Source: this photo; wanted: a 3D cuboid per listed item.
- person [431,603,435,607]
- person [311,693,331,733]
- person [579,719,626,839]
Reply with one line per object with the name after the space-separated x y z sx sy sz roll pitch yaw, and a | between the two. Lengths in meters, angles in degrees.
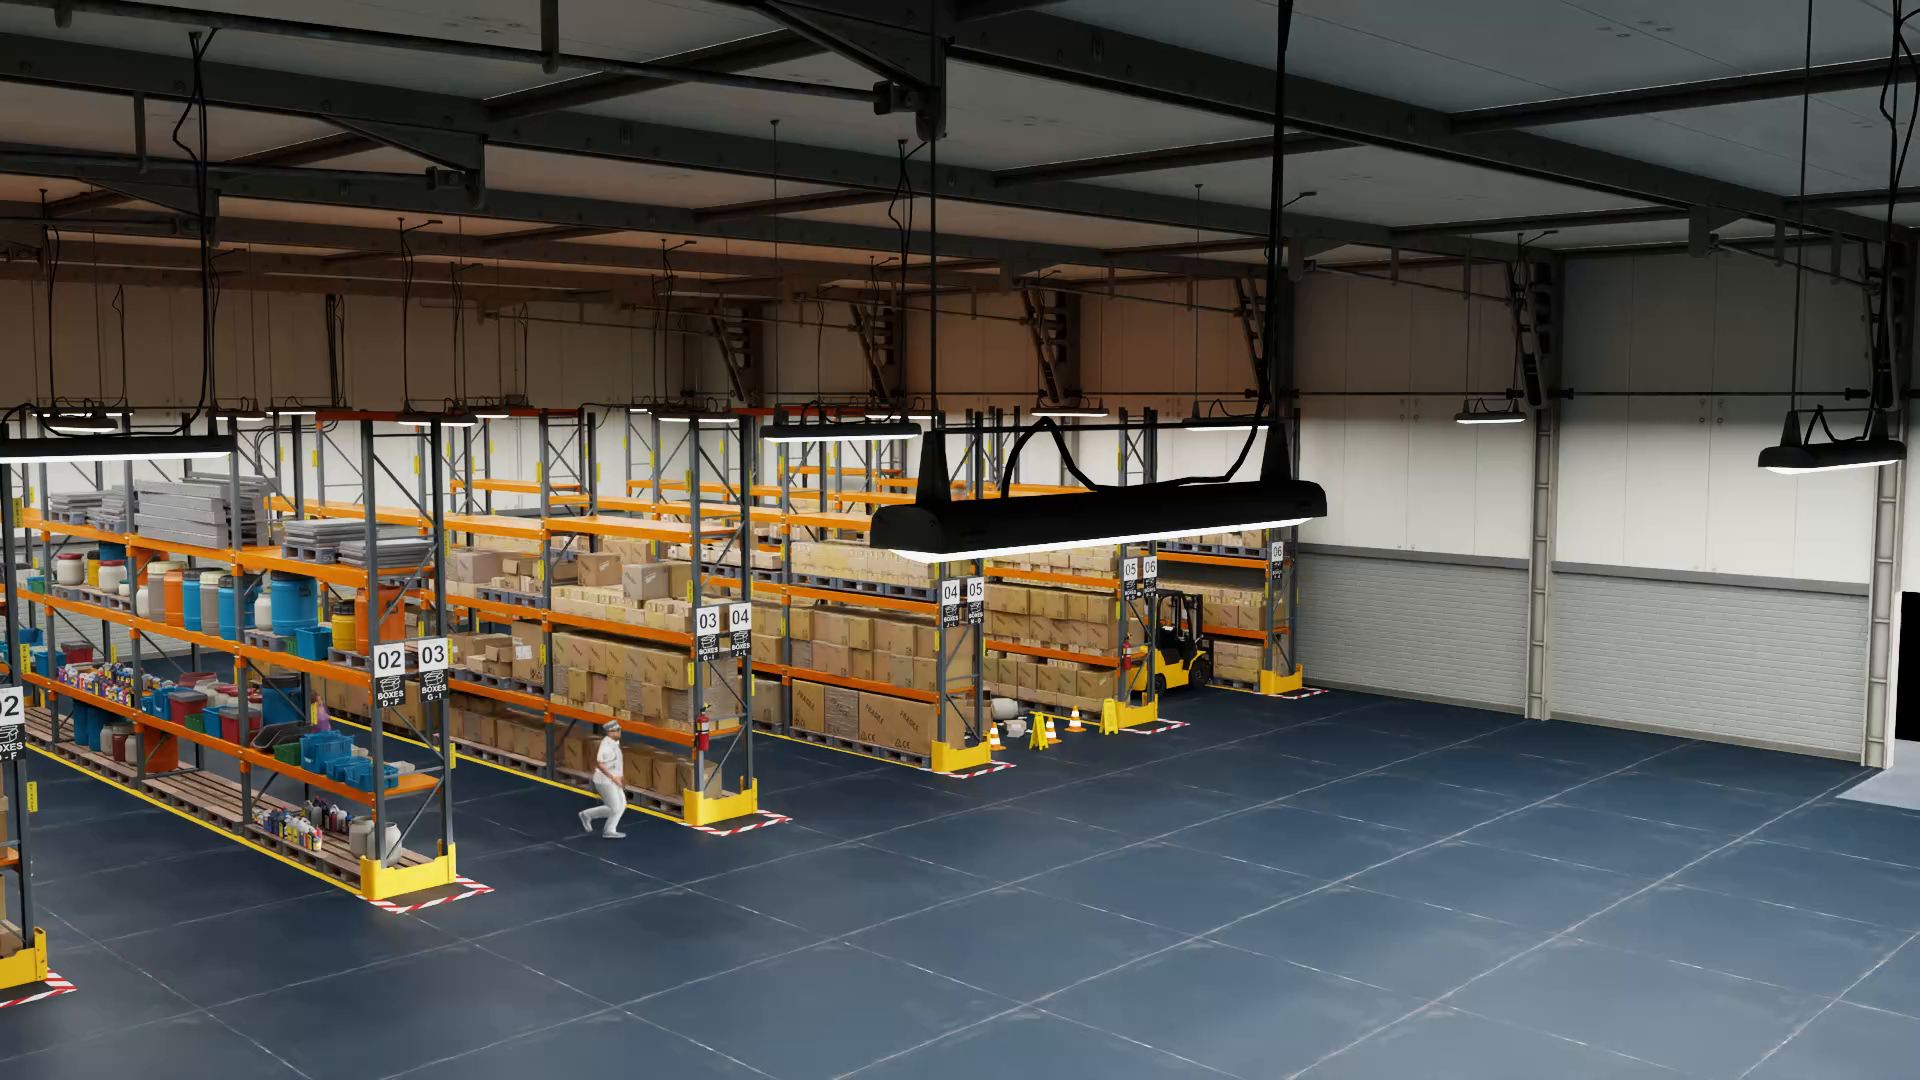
-11.828 2.220 37.168 0.593 1.701 0.683 -3 6 -33 | person
-10.178 3.185 26.343 0.833 1.580 0.593 1 5 13 | person
-5.051 3.391 23.580 0.665 1.718 0.649 0 5 0 | person
